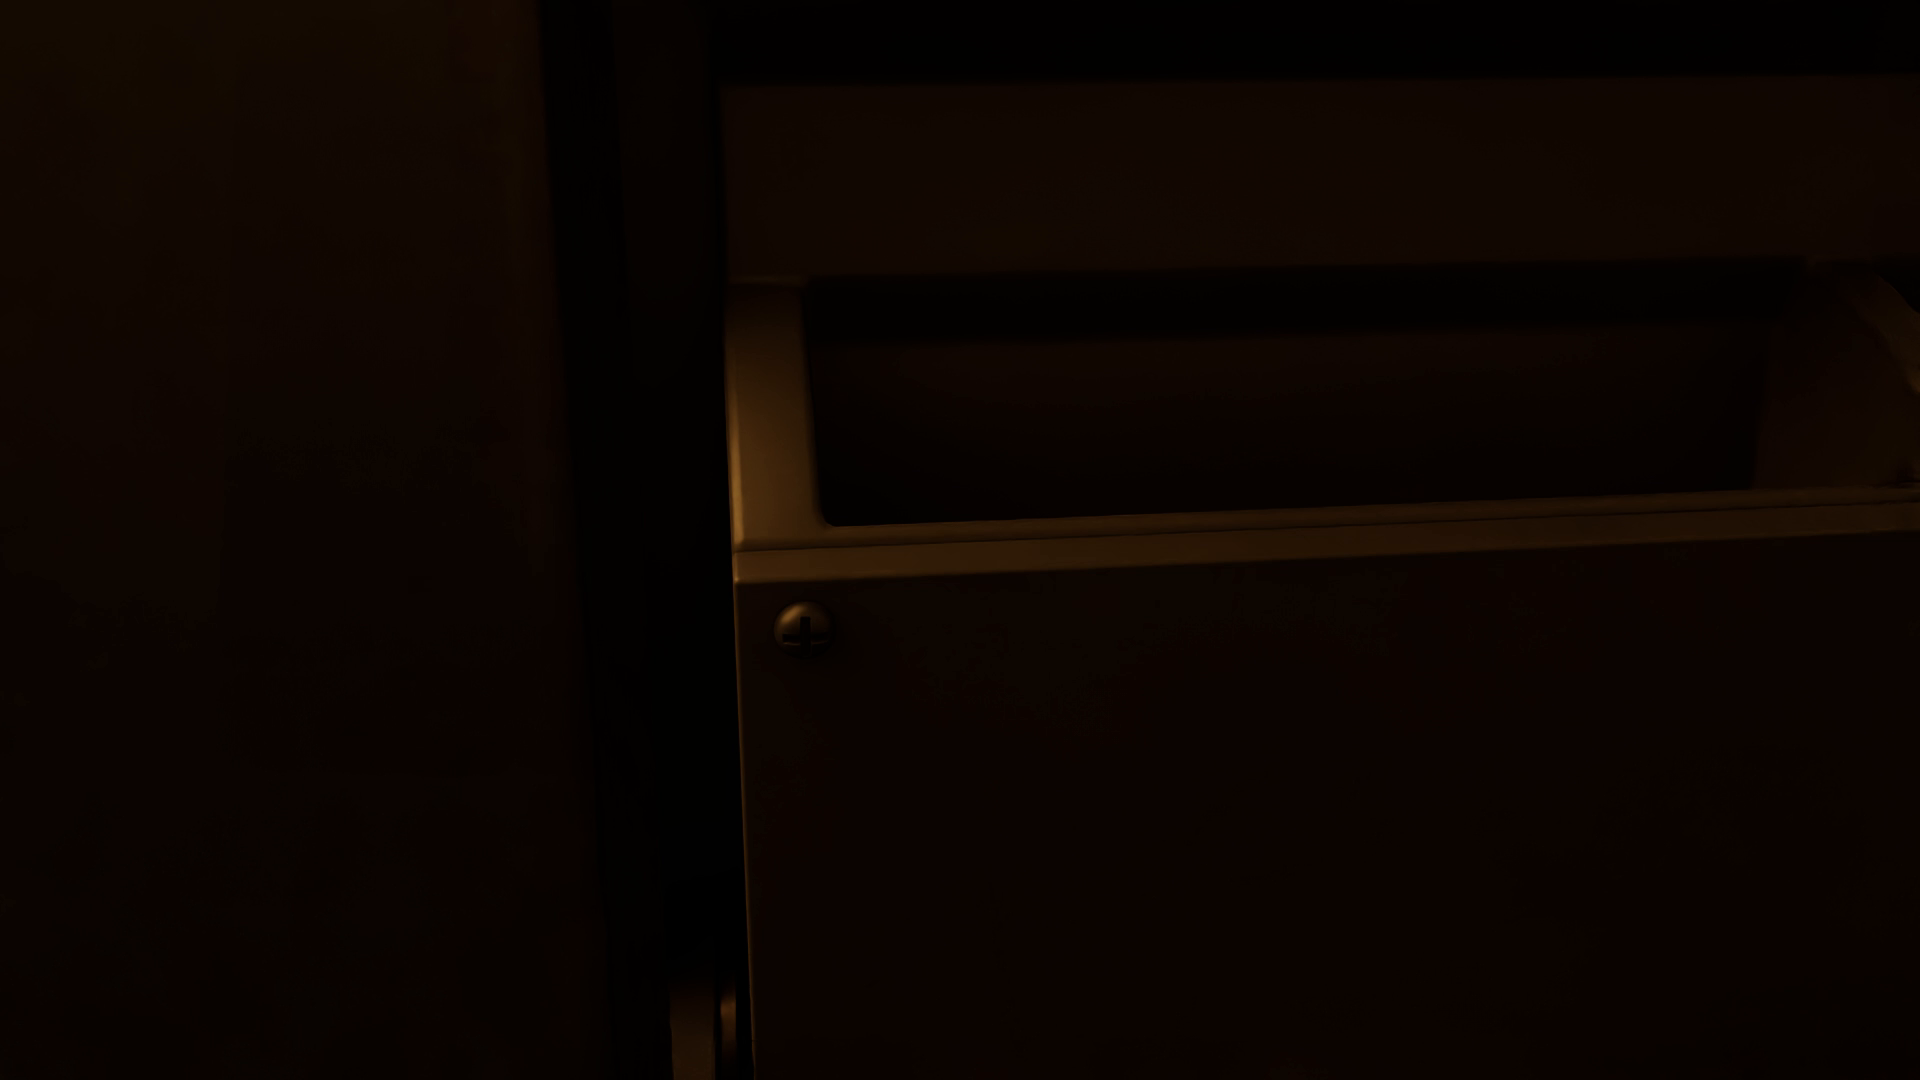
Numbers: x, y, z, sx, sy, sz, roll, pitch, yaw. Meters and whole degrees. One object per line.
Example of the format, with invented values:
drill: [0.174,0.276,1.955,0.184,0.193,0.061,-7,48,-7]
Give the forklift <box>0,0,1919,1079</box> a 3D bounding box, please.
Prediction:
forklift: [0.410,-0.433,0.323,1.130,2.935,3.031,-2,17,-8]
